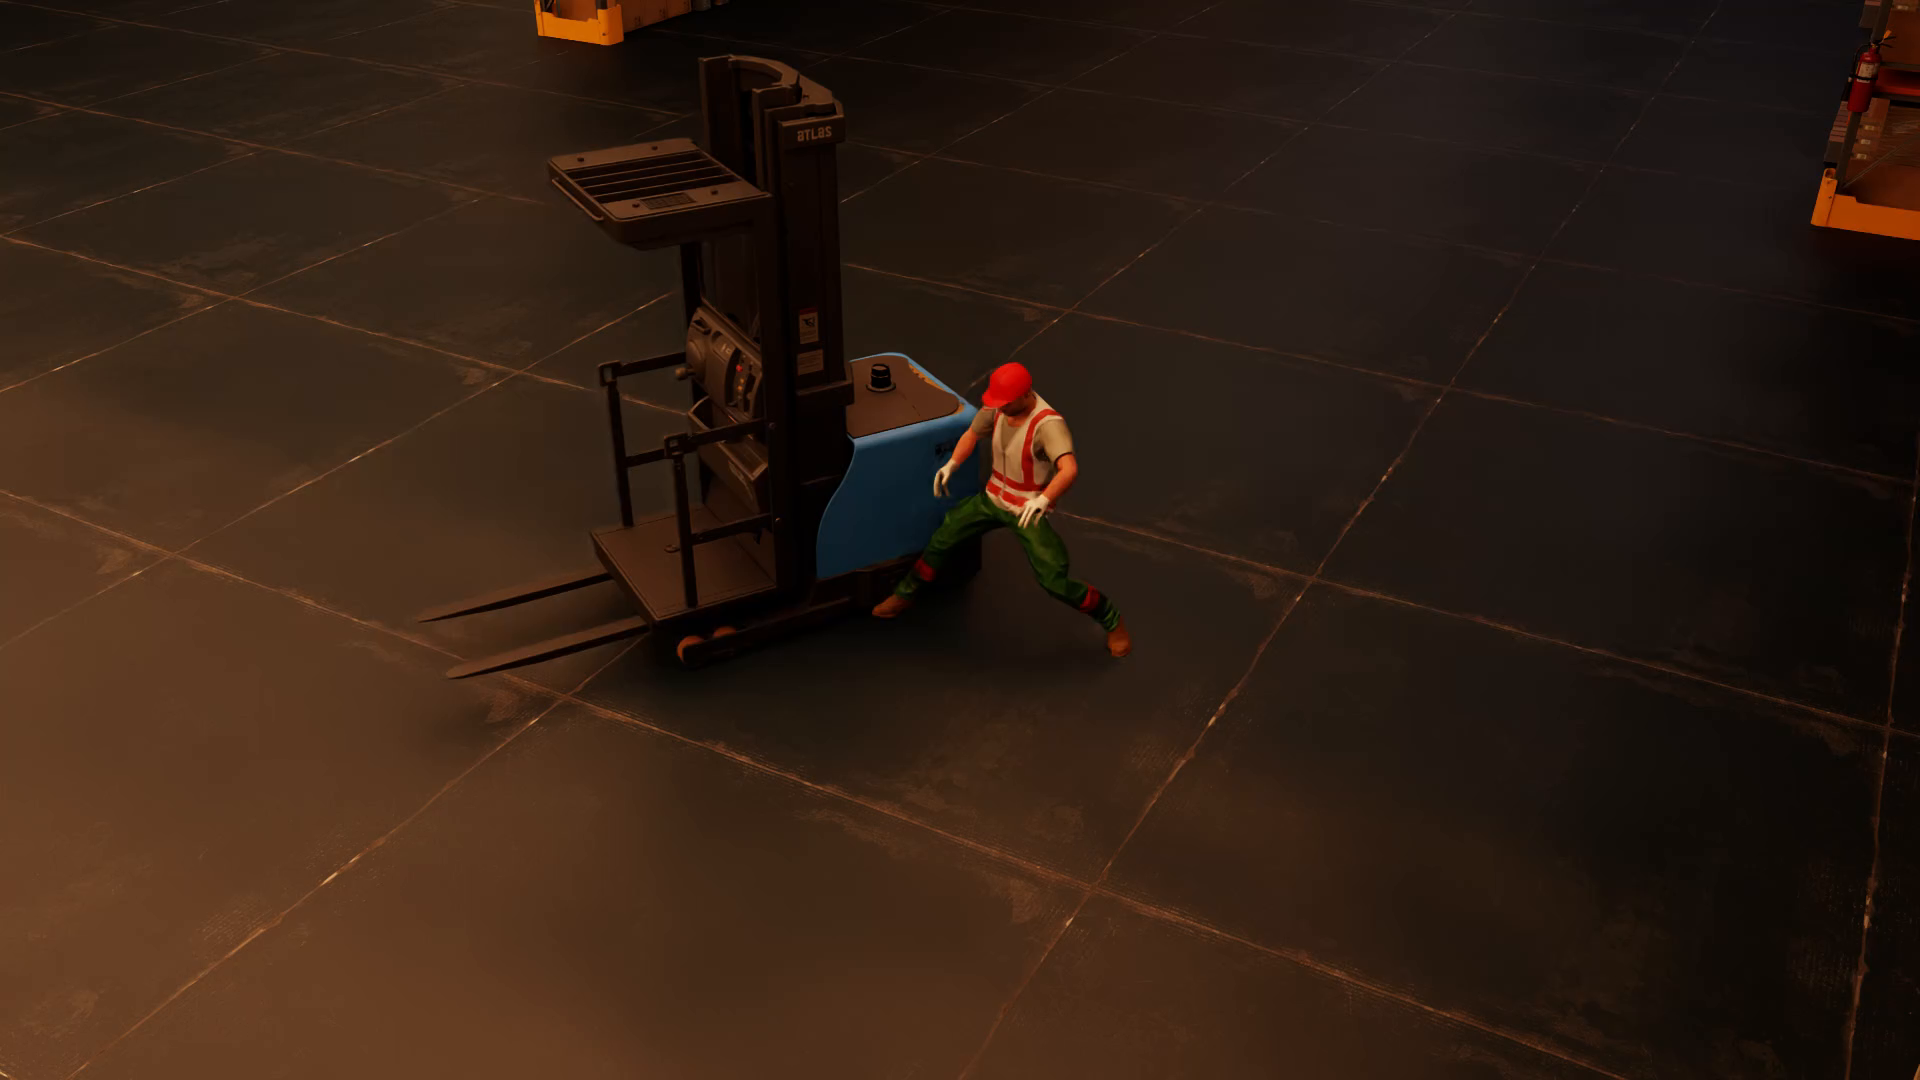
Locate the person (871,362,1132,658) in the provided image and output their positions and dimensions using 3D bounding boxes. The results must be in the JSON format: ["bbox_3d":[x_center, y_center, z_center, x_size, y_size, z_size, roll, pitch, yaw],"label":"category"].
[{"bbox_3d":[0.236,-0.169,8.740,0.976,1.591,1.227,-24,38,-35],"label":"person"}]

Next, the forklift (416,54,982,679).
[{"bbox_3d":[-1.413,-0.896,8.623,3.031,2.935,1.130,-16,34,-25],"label":"forklift"}]
